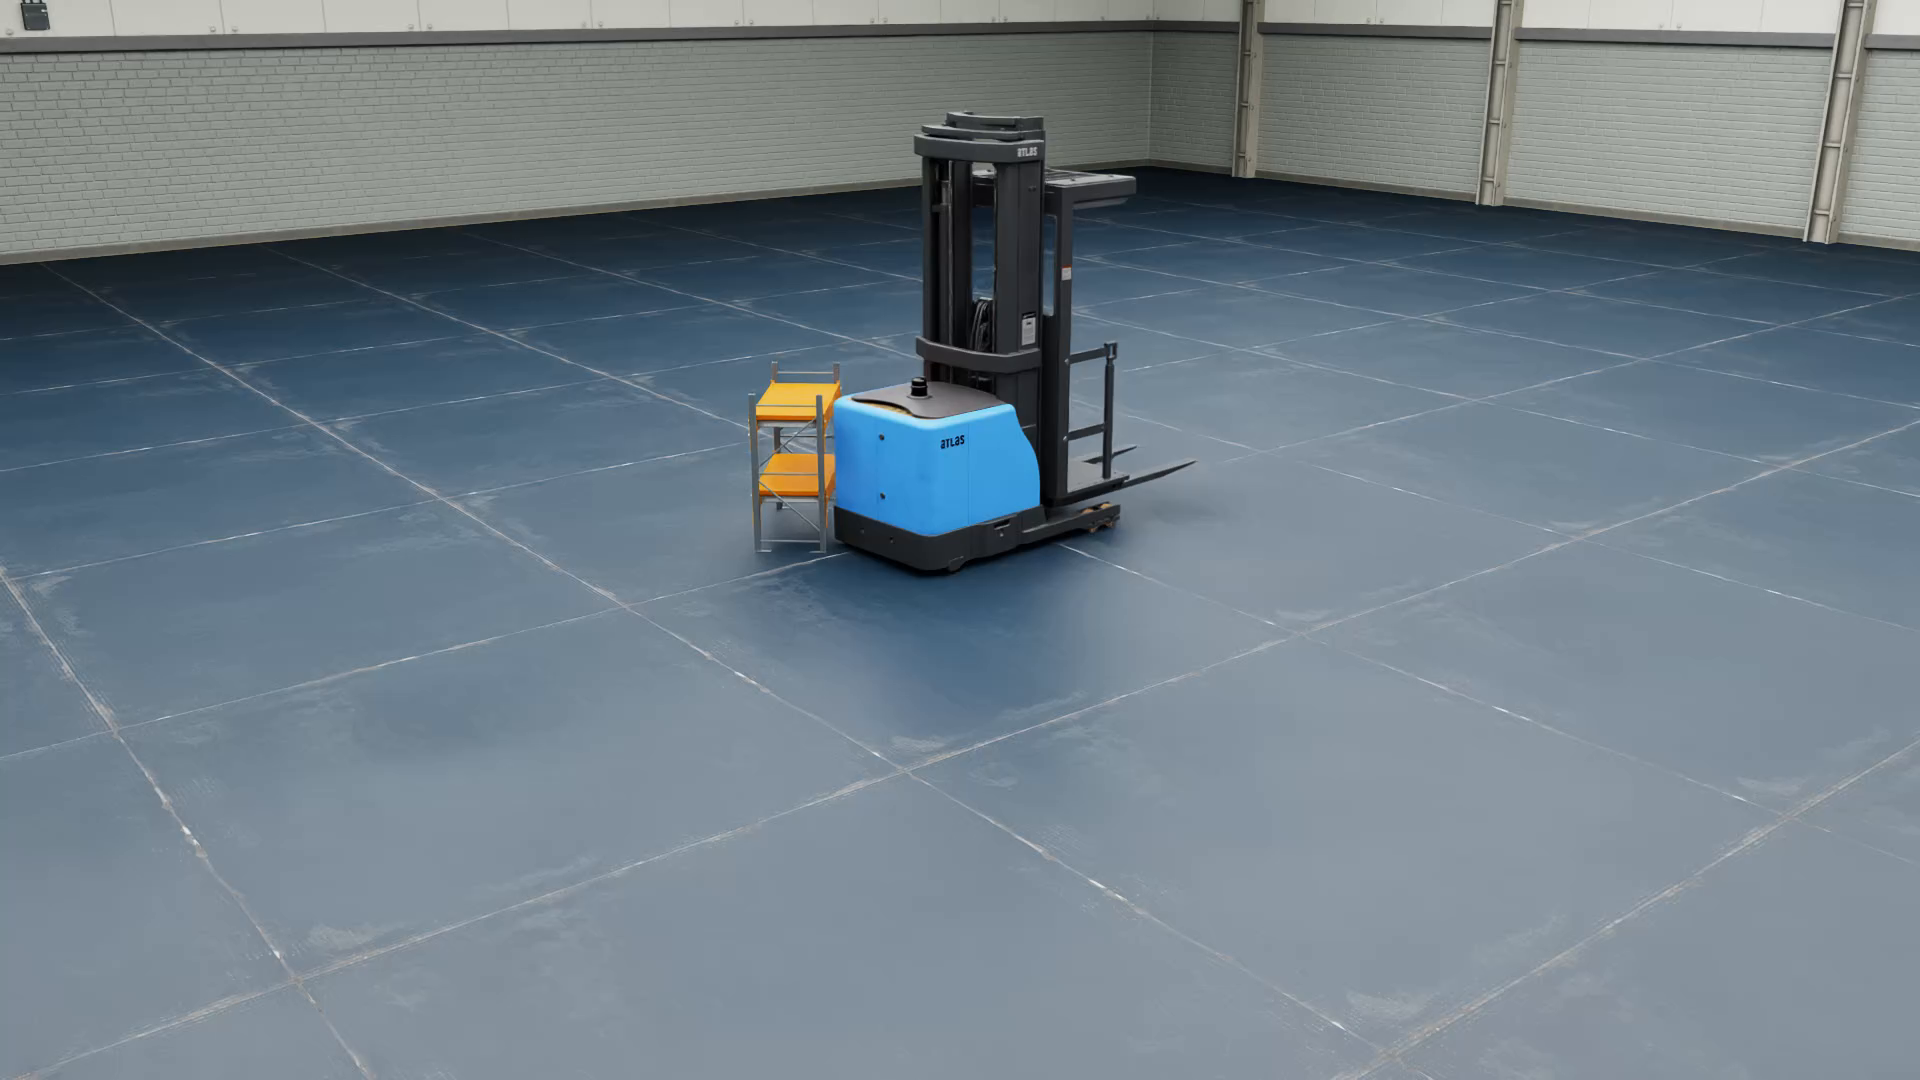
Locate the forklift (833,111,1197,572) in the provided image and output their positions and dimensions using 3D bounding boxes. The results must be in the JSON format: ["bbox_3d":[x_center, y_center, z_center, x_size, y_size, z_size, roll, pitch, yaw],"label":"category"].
[{"bbox_3d":[0.532,-1.554,11.893,3.031,2.935,1.130,-17,25,-41],"label":"forklift"}]

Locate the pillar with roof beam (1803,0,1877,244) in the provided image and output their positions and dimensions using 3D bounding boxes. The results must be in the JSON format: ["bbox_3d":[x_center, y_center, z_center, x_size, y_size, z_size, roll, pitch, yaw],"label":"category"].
[{"bbox_3d":[10.018,-8.078,21.942,9.100,9.000,0.400,-14,23,-36],"label":"pillar with roof beam"}]

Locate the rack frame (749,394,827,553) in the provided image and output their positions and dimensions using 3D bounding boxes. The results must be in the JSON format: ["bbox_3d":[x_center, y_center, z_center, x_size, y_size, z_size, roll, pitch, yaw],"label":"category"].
[{"bbox_3d":[-1.181,-0.451,11.434,0.500,1.125,0.032,1,18,2],"label":"rack frame"}]

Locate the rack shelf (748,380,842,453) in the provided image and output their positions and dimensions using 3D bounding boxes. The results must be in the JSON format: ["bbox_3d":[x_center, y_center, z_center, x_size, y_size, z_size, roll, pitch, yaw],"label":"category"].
[{"bbox_3d":[-1.159,-0.888,11.824,0.538,0.278,1.000,1,18,2],"label":"rack shelf"}]

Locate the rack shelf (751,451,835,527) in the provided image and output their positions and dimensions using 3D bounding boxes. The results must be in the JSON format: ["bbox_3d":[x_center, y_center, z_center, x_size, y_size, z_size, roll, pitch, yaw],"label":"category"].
[{"bbox_3d":[-1.159,-0.378,11.993,0.538,0.278,1.000,1,18,2],"label":"rack shelf"}]

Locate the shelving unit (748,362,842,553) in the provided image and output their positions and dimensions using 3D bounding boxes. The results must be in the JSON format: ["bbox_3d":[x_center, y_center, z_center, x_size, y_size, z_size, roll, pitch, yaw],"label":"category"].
[{"bbox_3d":[-1.159,-0.610,11.916,0.538,1.125,1.048,1,18,2],"label":"shelving unit"}]

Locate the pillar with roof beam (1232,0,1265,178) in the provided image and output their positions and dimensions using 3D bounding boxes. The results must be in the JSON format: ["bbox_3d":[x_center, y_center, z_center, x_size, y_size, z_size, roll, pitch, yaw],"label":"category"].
[{"bbox_3d":[2.568,-11.035,30.871,9.100,9.000,0.400,-14,23,-36],"label":"pillar with roof beam"}]

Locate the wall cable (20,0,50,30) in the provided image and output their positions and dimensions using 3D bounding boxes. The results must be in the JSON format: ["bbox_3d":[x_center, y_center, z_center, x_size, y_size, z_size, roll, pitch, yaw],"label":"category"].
[{"bbox_3d":[-12.091,-10.174,22.863,2.305,6.003,0.169,-14,23,-36],"label":"wall cable"}]

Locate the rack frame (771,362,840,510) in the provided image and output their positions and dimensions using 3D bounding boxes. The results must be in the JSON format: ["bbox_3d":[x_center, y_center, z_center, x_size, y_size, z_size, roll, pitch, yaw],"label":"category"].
[{"bbox_3d":[-1.137,-0.770,12.399,0.500,1.125,0.032,1,18,2],"label":"rack frame"}]

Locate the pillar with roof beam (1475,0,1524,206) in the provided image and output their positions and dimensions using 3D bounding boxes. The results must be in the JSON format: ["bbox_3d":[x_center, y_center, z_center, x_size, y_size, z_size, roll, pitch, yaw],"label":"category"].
[{"bbox_3d":[6.293,-9.556,26.406,9.100,9.000,0.400,-14,23,-36],"label":"pillar with roof beam"}]
